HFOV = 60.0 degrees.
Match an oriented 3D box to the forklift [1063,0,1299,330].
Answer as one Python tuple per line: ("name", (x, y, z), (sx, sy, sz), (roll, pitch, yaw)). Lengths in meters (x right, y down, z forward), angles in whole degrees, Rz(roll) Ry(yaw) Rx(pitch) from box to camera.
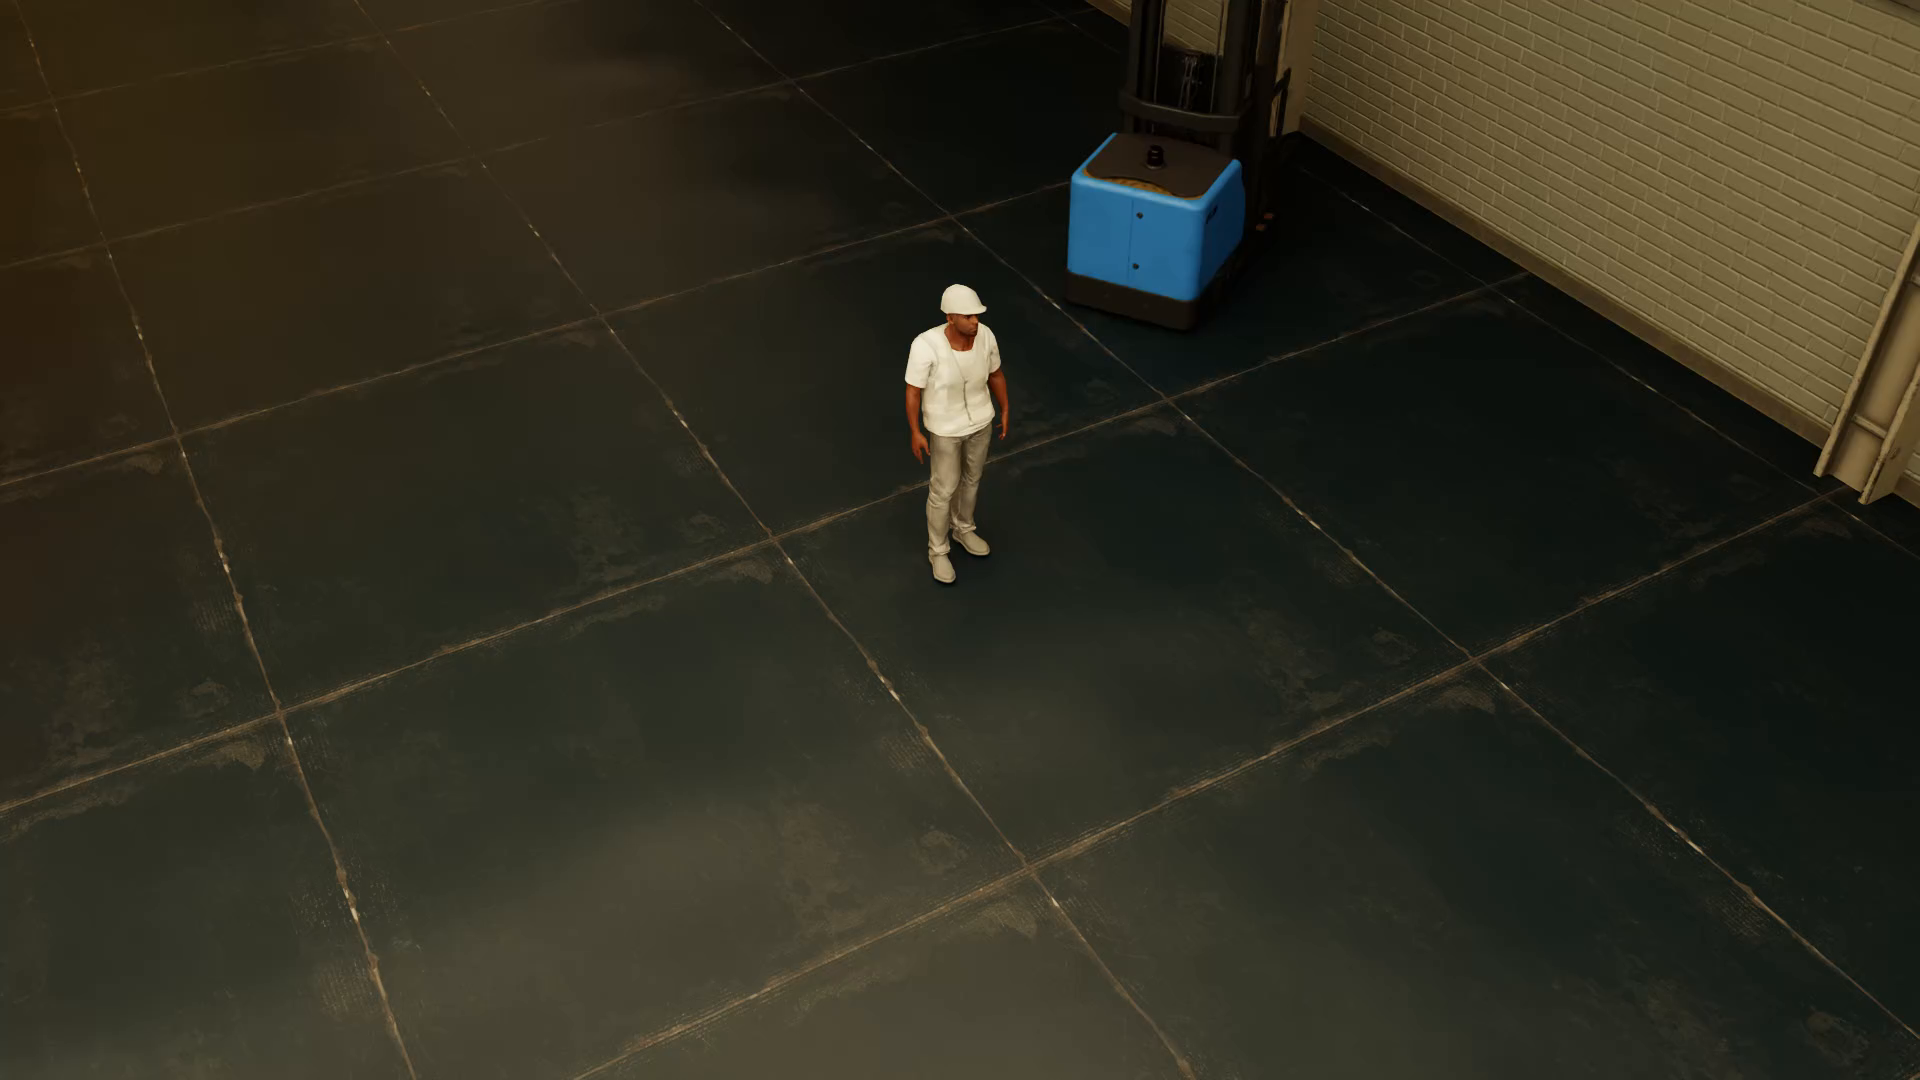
("forklift", (1.888, -3.582, 12.355), (1.130, 2.935, 3.031), (18, 43, 20))

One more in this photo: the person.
("person", (0.030, -0.643, 9.716), (0.665, 1.762, 0.575), (-20, 44, -23))
